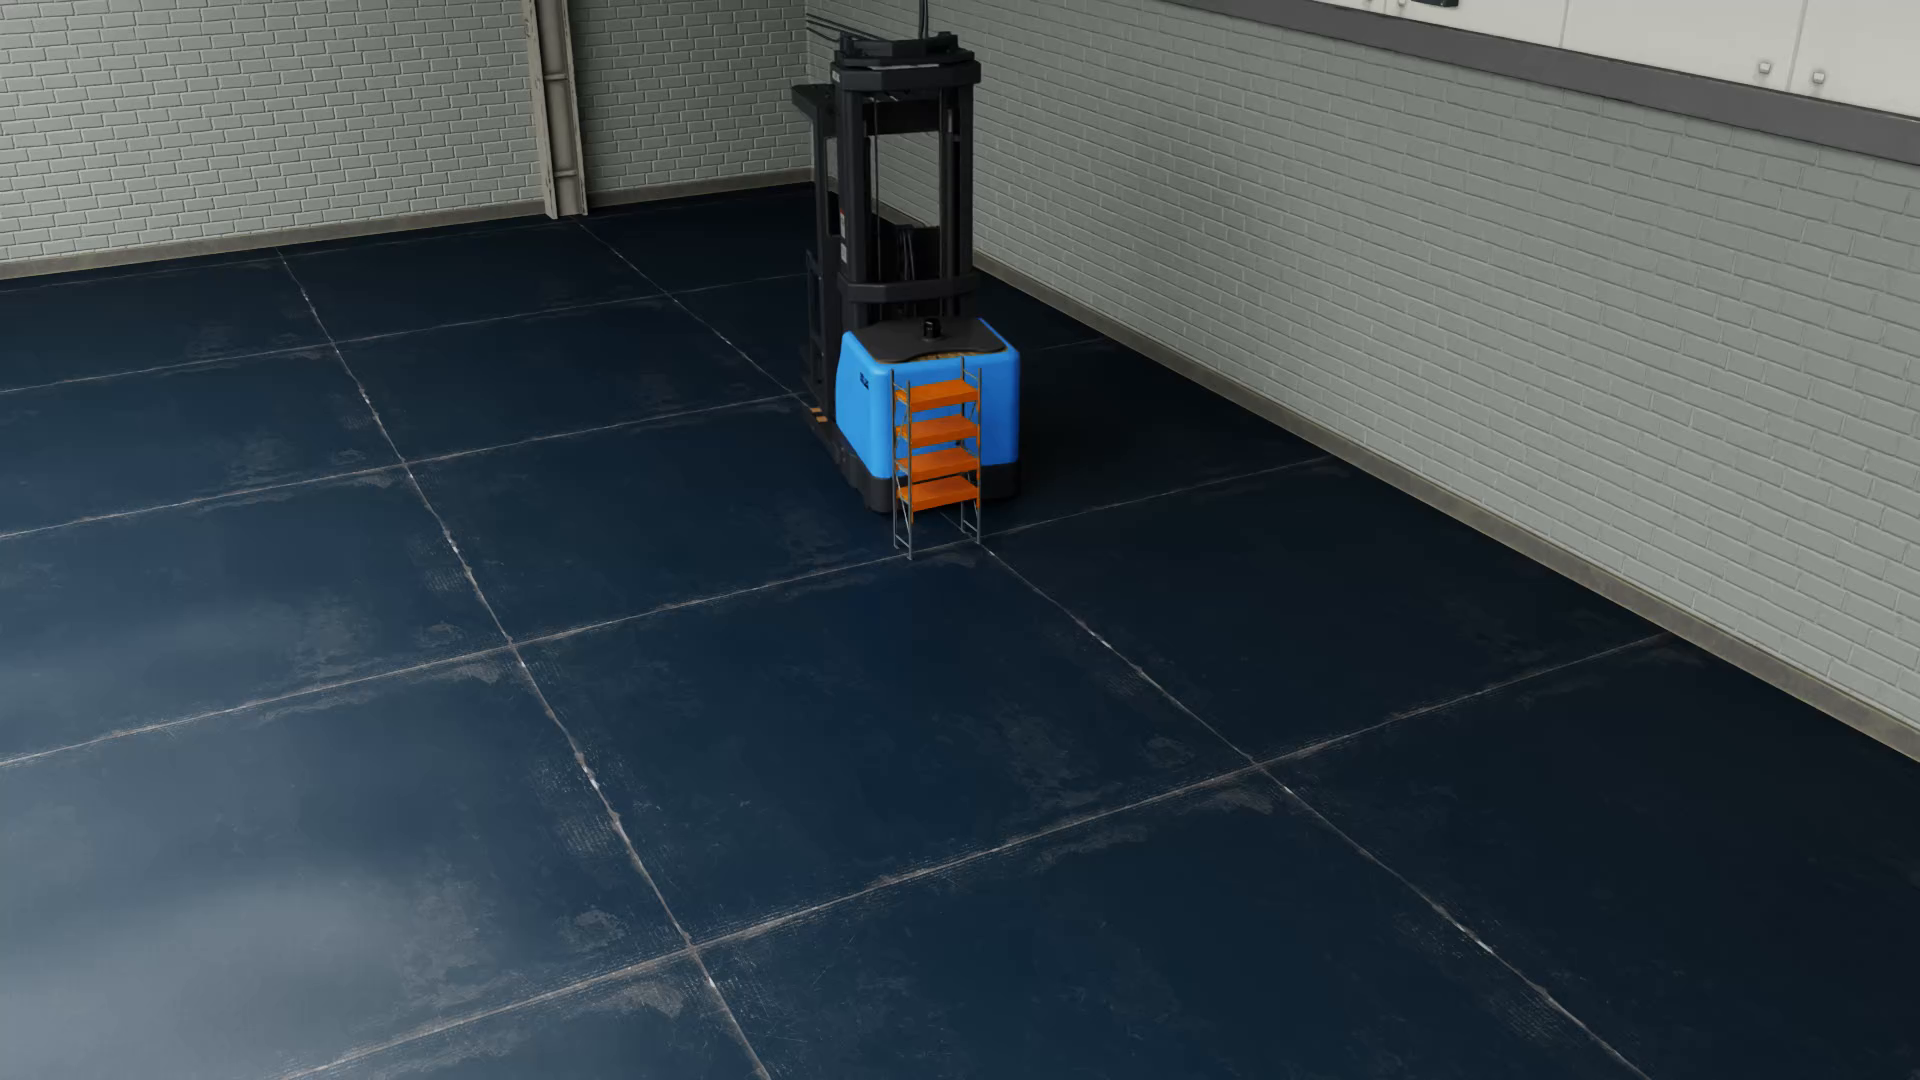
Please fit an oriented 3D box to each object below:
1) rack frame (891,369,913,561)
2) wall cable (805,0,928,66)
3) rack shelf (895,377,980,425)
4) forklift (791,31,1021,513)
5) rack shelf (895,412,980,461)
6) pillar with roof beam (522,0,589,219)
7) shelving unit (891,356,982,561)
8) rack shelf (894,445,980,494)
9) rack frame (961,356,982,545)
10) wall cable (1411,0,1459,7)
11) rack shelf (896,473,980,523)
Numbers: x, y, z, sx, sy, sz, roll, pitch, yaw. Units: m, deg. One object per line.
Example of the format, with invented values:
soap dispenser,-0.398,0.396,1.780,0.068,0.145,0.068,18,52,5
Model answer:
rack frame,-0.361,-0.457,10.317,0.015,1.200,0.240,-13,29,-25
wall cable,-1.077,-6.320,17.104,0.112,2.526,3.097,-13,29,-25
rack shelf,-0.146,-0.861,10.250,0.480,0.148,0.258,-13,29,-25
forklift,-0.526,-2.118,11.775,1.130,2.935,3.031,-8,27,-16
rack shelf,-0.146,-0.648,10.352,0.480,0.148,0.258,-13,29,-25
pillar with roof beam,-2.273,-5.980,12.809,0.400,9.000,9.100,-13,29,-25
shelving unit,-0.146,-0.507,10.420,0.503,1.200,0.258,-13,29,-25
rack shelf,-0.146,-0.447,10.449,0.480,0.148,0.258,-13,29,-25
rack frame,0.069,-0.557,10.524,0.015,1.200,0.240,-13,29,-25
wall cable,3.376,-5.624,8.137,0.169,6.003,2.305,-13,29,-25
rack shelf,-0.146,-0.268,10.535,0.480,0.148,0.258,-13,29,-25
